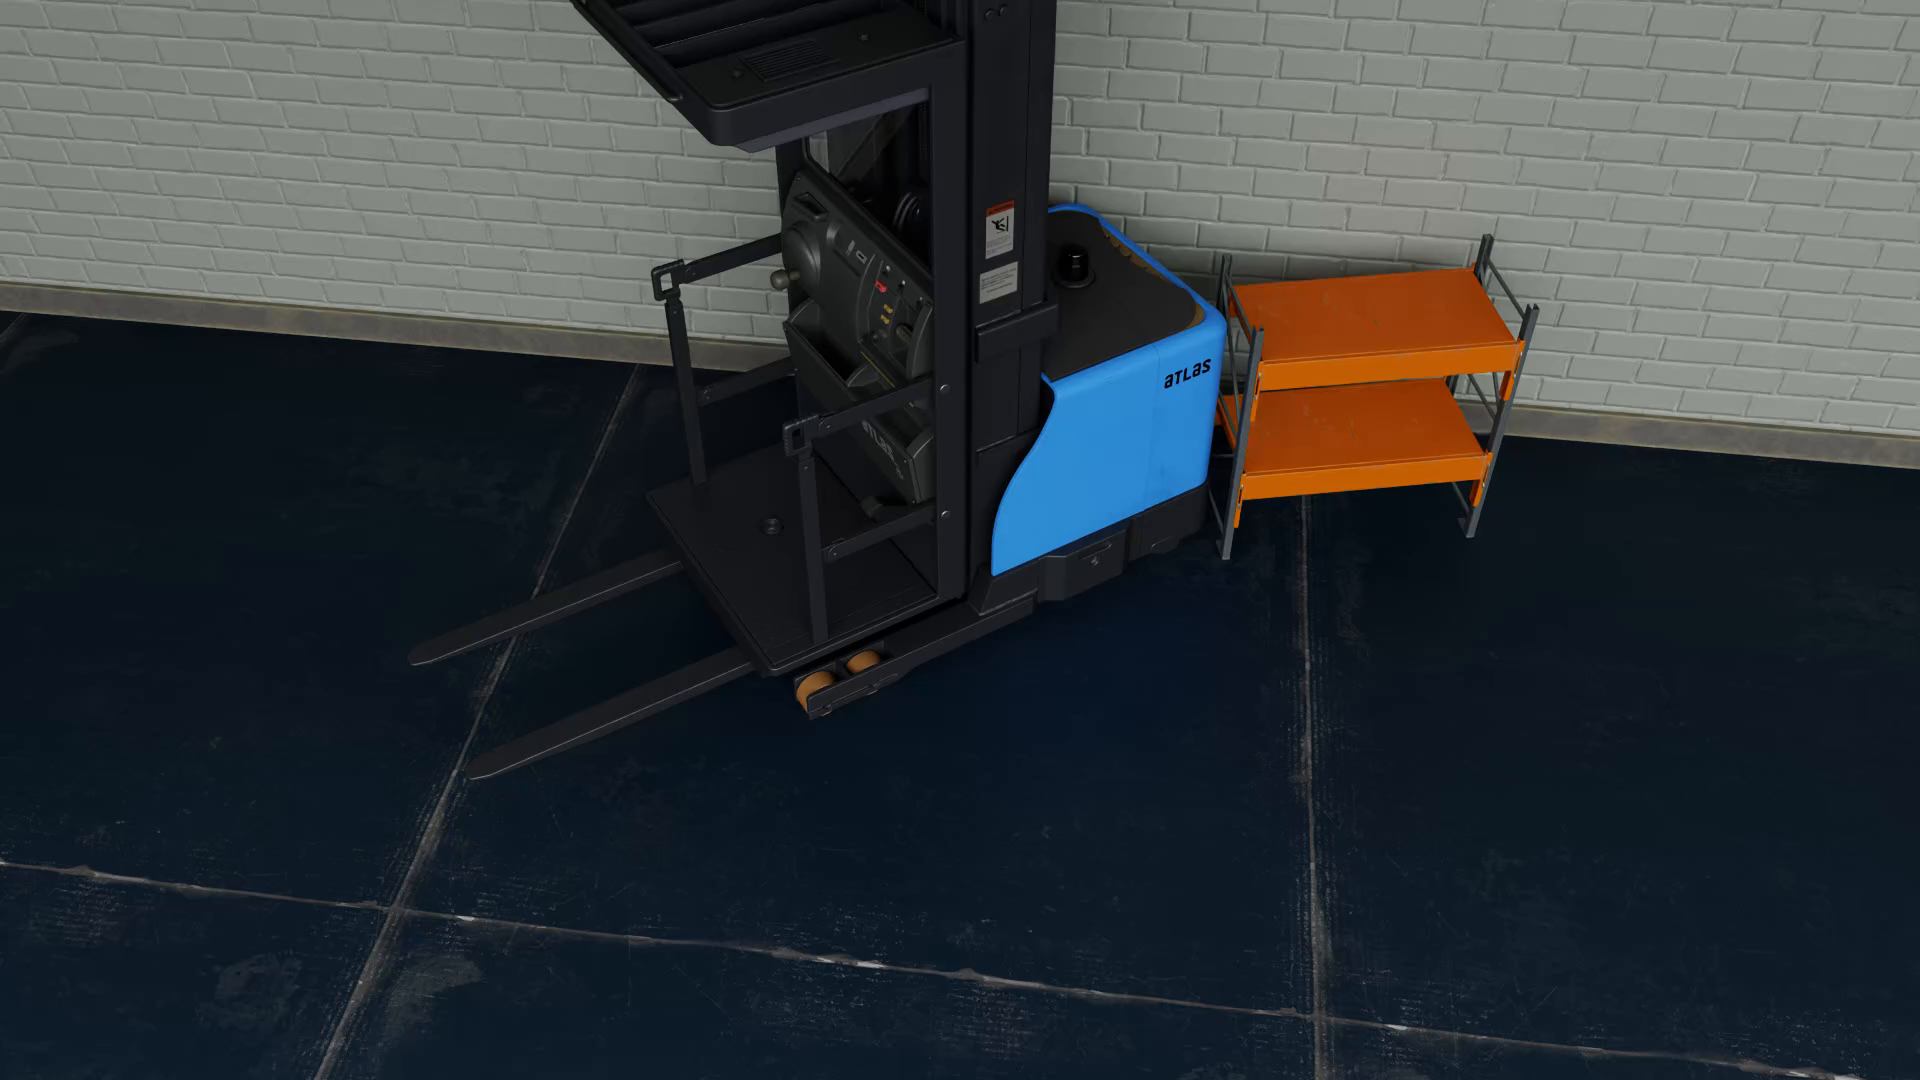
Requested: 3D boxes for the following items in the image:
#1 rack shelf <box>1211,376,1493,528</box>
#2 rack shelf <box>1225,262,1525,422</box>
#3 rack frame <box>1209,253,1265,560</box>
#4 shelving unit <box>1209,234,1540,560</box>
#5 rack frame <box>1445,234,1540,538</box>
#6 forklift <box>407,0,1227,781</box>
[{"bbox_3d":[1.538,-0.367,6.675,1.000,0.278,0.538,-5,44,-5],"label":"rack shelf"},{"bbox_3d":[1.538,-0.757,6.306,1.000,0.278,0.538,-5,44,-5],"label":"rack shelf"},{"bbox_3d":[1.034,-0.500,6.460,0.032,1.125,0.500,-5,44,-5],"label":"rack frame"},{"bbox_3d":[1.538,-0.545,6.507,1.048,1.125,0.538,-5,44,-5],"label":"shelving unit"},{"bbox_3d":[2.042,-0.589,6.554,0.032,1.125,0.500,-5,44,-5],"label":"rack frame"},{"bbox_3d":[-0.531,-0.839,5.504,3.031,2.935,1.130,-23,48,-22],"label":"forklift"}]
